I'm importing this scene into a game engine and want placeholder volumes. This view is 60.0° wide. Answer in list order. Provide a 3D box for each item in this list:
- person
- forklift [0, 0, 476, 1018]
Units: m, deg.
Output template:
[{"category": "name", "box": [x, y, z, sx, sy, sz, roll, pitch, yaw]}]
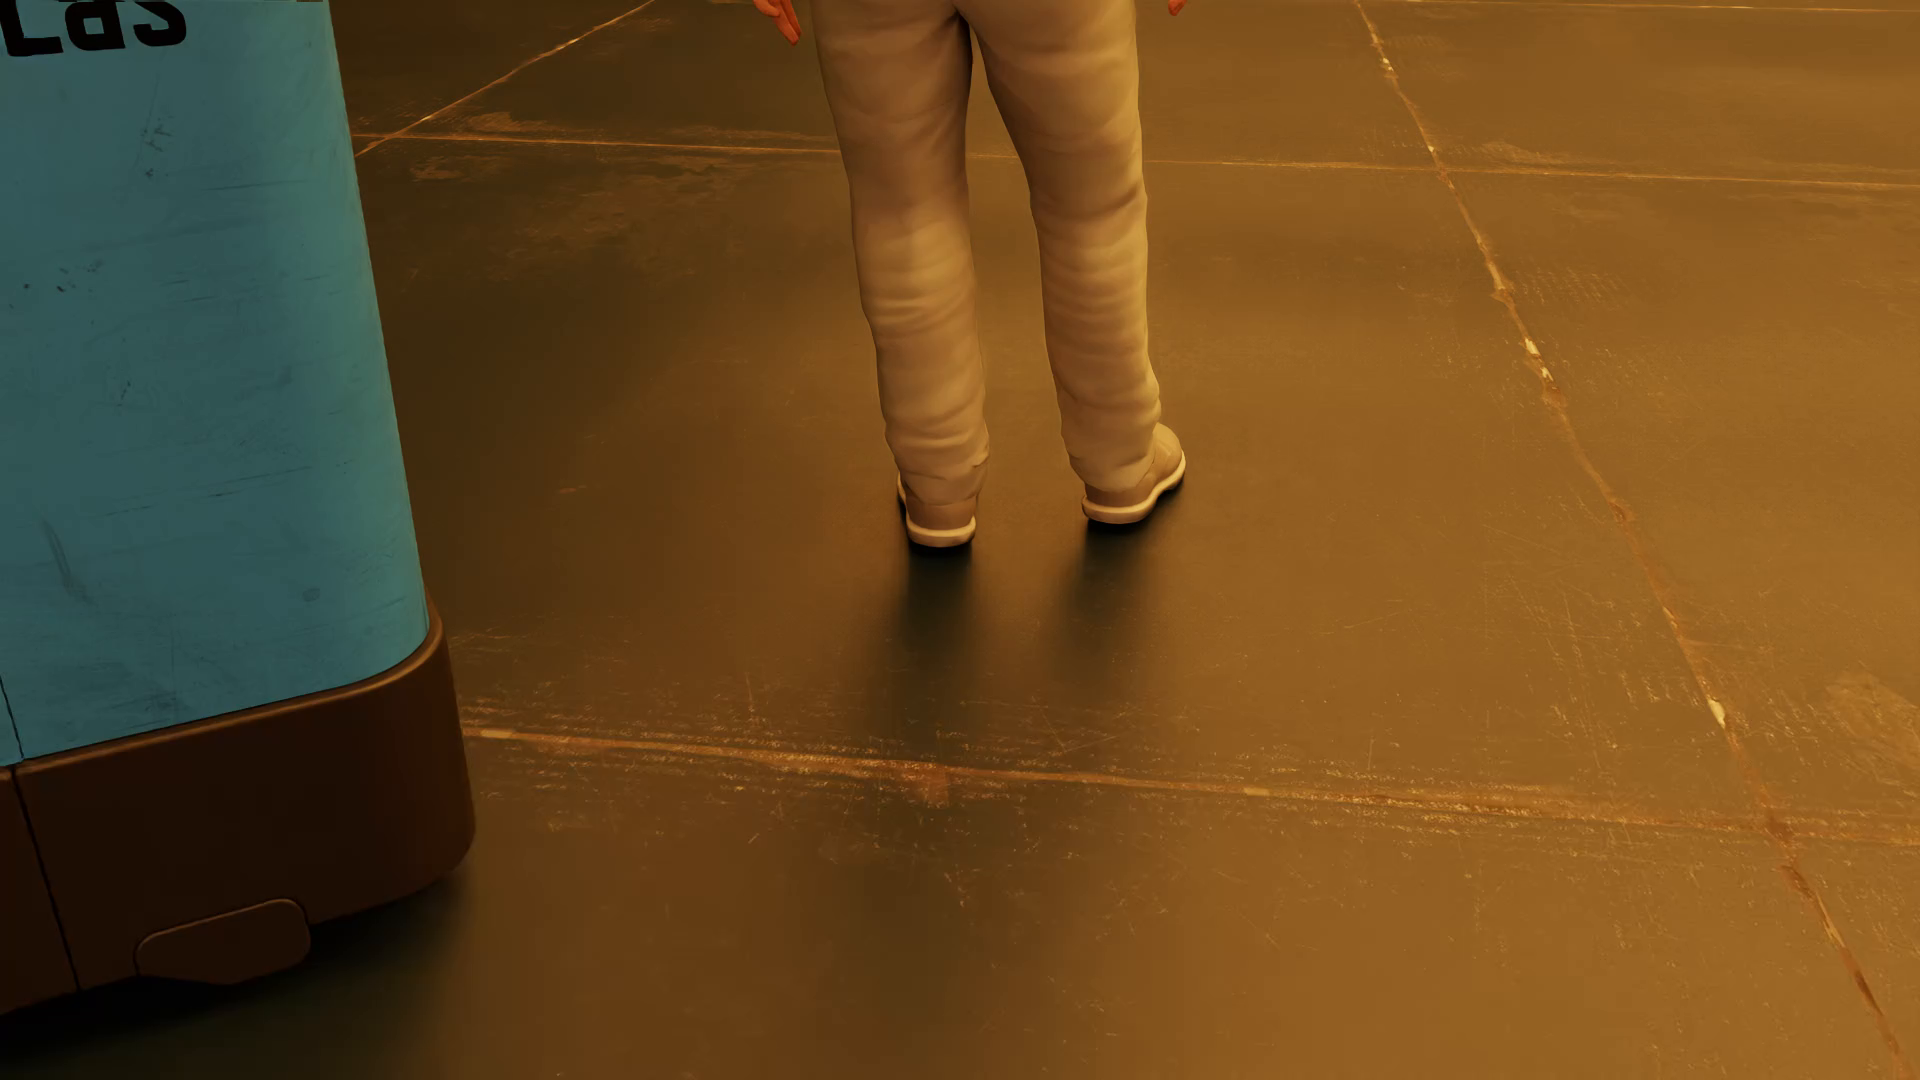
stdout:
[{"category": "person", "box": [0.010, -0.814, 2.119, 0.631, 1.781, 0.466, 3, 27, 7]}, {"category": "forklift", "box": [-2.051, -0.809, 0.839, 3.031, 2.935, 1.130, -13, 29, -24]}]
